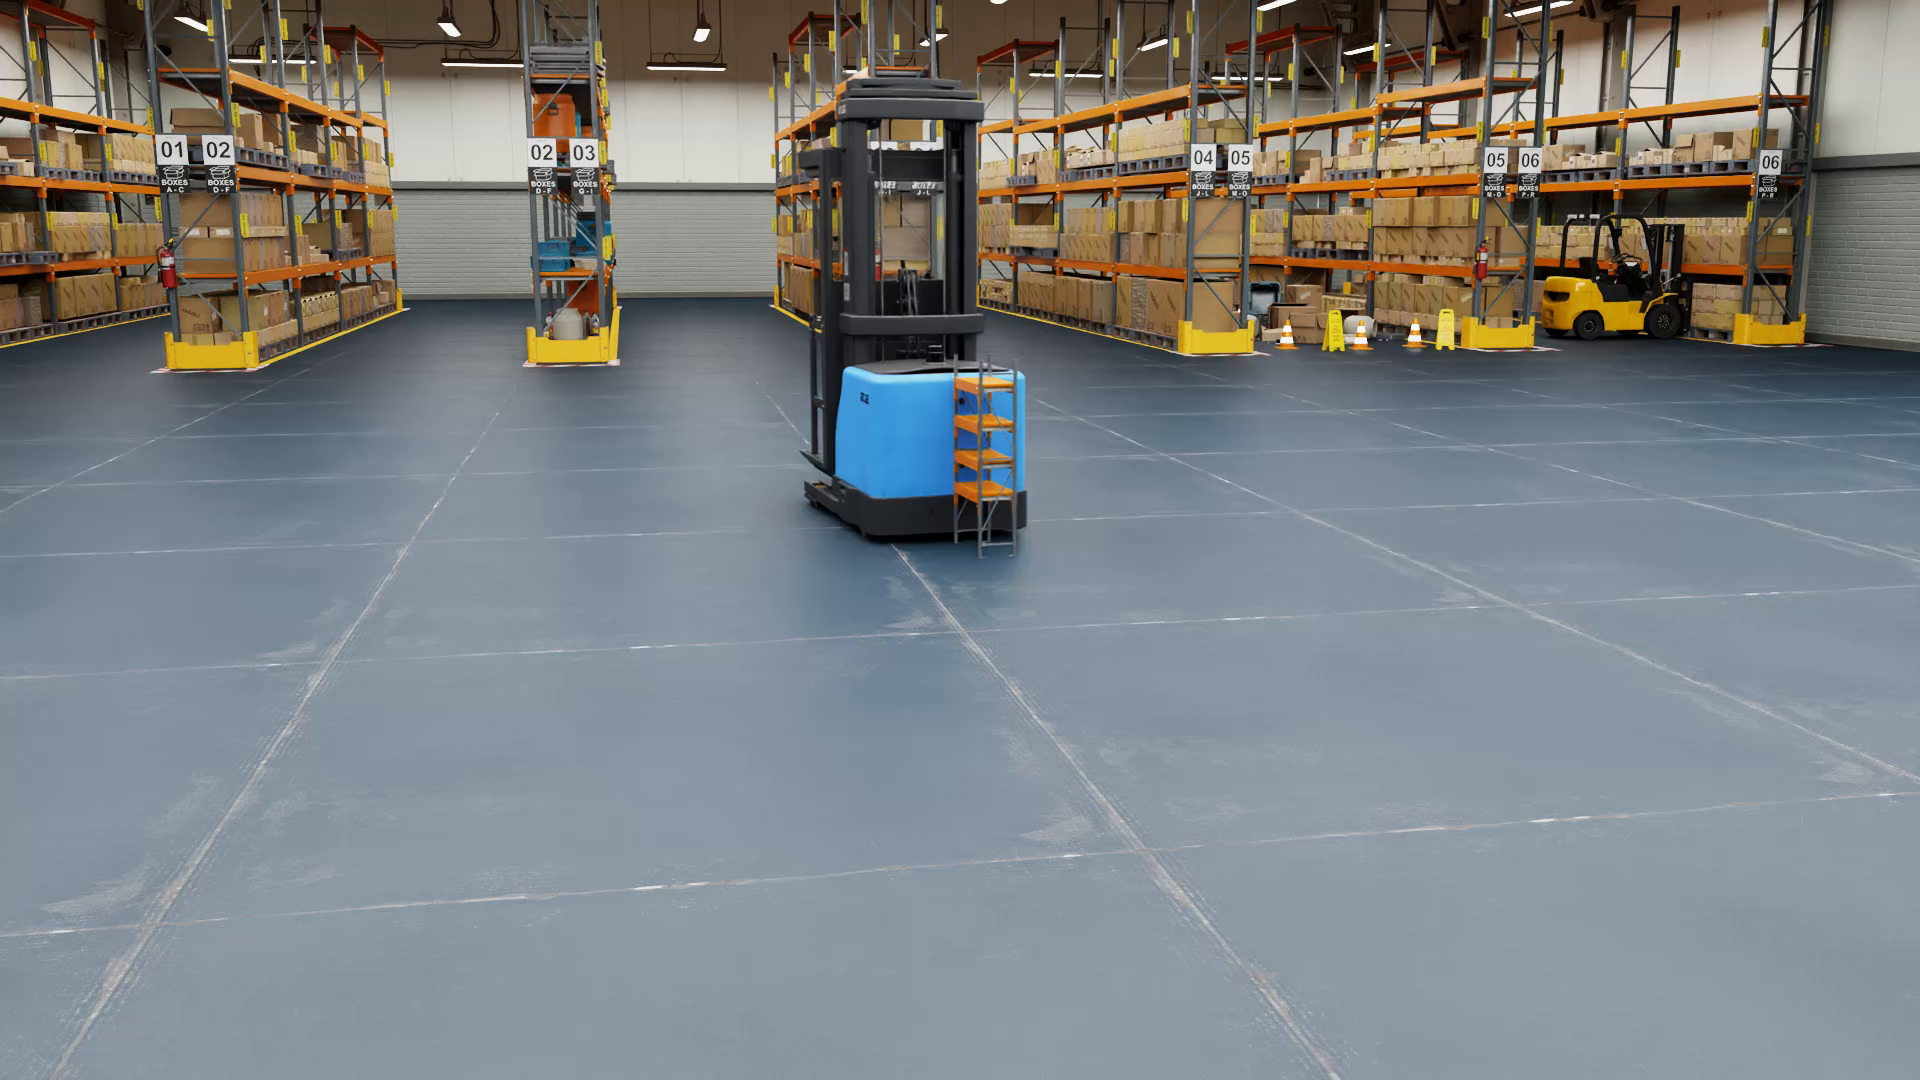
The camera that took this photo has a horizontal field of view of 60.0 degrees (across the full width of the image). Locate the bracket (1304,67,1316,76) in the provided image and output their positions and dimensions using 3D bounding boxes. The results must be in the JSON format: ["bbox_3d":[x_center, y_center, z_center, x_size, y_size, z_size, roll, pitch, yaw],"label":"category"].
[{"bbox_3d":[10.095,-13.498,47.921,0.235,0.232,0.430,-2,11,-11],"label":"bracket"}]

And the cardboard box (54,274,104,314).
[{"bbox_3d":[-17.332,-4.815,32.597,0.750,0.750,0.750,-2,11,-9],"label":"cardboard box"}]

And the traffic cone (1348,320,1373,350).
[{"bbox_3d":[6.498,-3.325,26.928,0.336,0.463,0.334,-2,11,-11],"label":"traffic cone"}]

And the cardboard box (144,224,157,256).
[{"bbox_3d":[-18.278,-6.597,36.531,0.980,0.700,0.700,-2,11,-11],"label":"cardboard box"}]

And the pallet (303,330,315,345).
[{"bbox_3d":[-11.529,-3.419,28.097,1.003,0.211,1.213,-2,11,-11],"label":"pallet"}]

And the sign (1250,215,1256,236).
[{"bbox_3d":[4.579,-4.927,26.031,0.100,0.325,0.005,-2,11,-11],"label":"sign"}]

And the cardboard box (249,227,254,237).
[{"bbox_3d":[-10.582,-4.510,24.367,0.380,0.149,0.250,-2,11,-12],"label":"cardboard box"}]

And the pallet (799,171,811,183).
[{"bbox_3d":[-2.585,-7.246,33.225,1.213,0.211,1.003,-2,11,-8],"label":"pallet"}]

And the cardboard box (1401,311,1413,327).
[{"bbox_3d":[8.162,-3.918,29.491,0.500,0.250,0.500,-2,11,-12],"label":"cardboard box"}]

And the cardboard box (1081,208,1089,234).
[{"bbox_3d":[2.757,-6.181,32.210,0.700,0.500,0.500,-2,11,-12],"label":"cardboard box"}]

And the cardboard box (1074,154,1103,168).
[{"bbox_3d":[2.500,-7.333,32.191,0.500,0.250,0.500,-2,11,-9],"label":"cardboard box"}]

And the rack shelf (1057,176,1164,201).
[{"bbox_3d":[2.867,-6.664,31.588,1.077,0.370,4.000,-2,11,-11],"label":"rack shelf"}]

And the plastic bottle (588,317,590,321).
[{"bbox_3d":[-6.075,-3.506,27.184,0.061,0.283,0.133,-2,11,-11],"label":"plastic bottle"}]

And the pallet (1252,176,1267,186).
[{"bbox_3d":[6.916,-7.811,36.196,1.003,0.211,1.213,-2,11,-8],"label":"pallet"}]

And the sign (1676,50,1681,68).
[{"bbox_3d":[13.509,-9.056,31.288,0.100,0.325,0.005,-2,11,-11],"label":"sign"}]

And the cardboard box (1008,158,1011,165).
[{"bbox_3d":[1.309,-8.581,37.734,0.380,0.149,0.250,-2,11,-10],"label":"cardboard box"}]

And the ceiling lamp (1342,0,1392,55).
[{"bbox_3d":[9.411,-12.605,37.243,0.800,3.185,2.000,-2,11,-11],"label":"ceiling lamp"}]

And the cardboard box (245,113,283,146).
[{"bbox_3d":[-11.429,-6.745,27.360,0.500,0.500,0.500,-2,11,-10],"label":"cardboard box"}]

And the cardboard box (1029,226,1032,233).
[{"bbox_3d":[1.683,-6.596,35.288,0.380,0.149,0.250,-2,11,-8],"label":"cardboard box"}]

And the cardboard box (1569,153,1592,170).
[{"bbox_3d":[12.430,-7.507,32.938,0.500,0.311,0.500,-3,11,-13],"label":"cardboard box"}]

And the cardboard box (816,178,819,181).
[{"bbox_3d":[-2.466,-6.959,31.615,0.500,0.250,0.500,-2,11,-10],"label":"cardboard box"}]

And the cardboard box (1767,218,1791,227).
[{"bbox_3d":[13.882,-5.406,28.281,0.380,0.149,0.250,-2,11,-12],"label":"cardboard box"}]

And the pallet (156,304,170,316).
[{"bbox_3d":[-18.307,-5.162,37.253,1.003,0.211,1.213,-2,11,-11],"label":"pallet"}]

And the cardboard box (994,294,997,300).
[{"bbox_3d":[1.023,-5.793,39.610,0.380,0.149,0.250,-2,11,-11],"label":"cardboard box"}]

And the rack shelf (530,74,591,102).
[{"bbox_3d":[-6.099,-6.961,25.675,0.919,0.124,3.809,-2,11,-11],"label":"rack shelf"}]

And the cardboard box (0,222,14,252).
[{"bbox_3d":[-16.618,-5.160,28.341,0.700,0.500,0.500,-2,11,-11],"label":"cardboard box"}]

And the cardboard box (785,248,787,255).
[{"bbox_3d":[-3.816,-6.639,38.225,0.380,0.149,0.250,-2,11,-12],"label":"cardboard box"}]

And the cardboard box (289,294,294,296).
[{"bbox_3d":[-12.104,-4.224,29.597,0.500,0.311,0.500,-2,11,-13],"label":"cardboard box"}]

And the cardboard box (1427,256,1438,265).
[{"bbox_3d":[8.269,-4.811,28.624,0.380,0.149,0.250,-2,11,-12],"label":"cardboard box"}]

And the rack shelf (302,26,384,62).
[{"bbox_3d":[-13.292,-10.716,35.966,1.077,0.370,4.000,-2,11,-11],"label":"rack shelf"}]

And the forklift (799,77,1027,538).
[{"bbox_3d":[-0.498,-1.687,11.724,1.130,2.935,3.031,-3,11,-17],"label":"forklift"}]

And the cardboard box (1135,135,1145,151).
[{"bbox_3d":[3.274,-6.694,28.034,0.500,0.250,0.500,-2,11,-12],"label":"cardboard box"}]

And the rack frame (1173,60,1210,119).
[{"bbox_3d":[5.757,-10.523,41.919,1.000,3.000,0.127,-2,11,-11],"label":"rack frame"}]

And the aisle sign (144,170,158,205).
[{"bbox_3d":[-18.259,-7.977,37.631,0.394,0.787,0.004,-2,11,-11],"label":"aisle sign"}]

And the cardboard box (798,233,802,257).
[{"bbox_3d":[-3.146,-6.254,35.265,0.500,0.500,0.500,-2,11,-12],"label":"cardboard box"}]

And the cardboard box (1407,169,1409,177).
[{"bbox_3d":[8.115,-6.471,29.323,0.380,0.149,0.250,-2,11,-13],"label":"cardboard box"}]

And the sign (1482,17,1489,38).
[{"bbox_3d":[8.321,-8.109,26.313,0.100,0.325,0.005,-2,11,-11],"label":"sign"}]

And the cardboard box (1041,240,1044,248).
[{"bbox_3d":[1.884,-6.113,34.339,0.380,0.149,0.250,-2,11,-11],"label":"cardboard box"}]

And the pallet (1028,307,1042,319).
[{"bbox_3d":[2.093,-4.907,35.915,1.003,0.211,1.213,-2,11,-11],"label":"pallet"}]

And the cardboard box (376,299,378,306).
[{"bbox_3d":[-12.951,-5.190,36.344,0.380,0.166,0.250,-2,11,-11],"label":"cardboard box"}]

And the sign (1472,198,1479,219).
[{"bbox_3d":[8.321,-5.349,26.838,0.100,0.325,0.005,-2,11,-11],"label":"sign"}]

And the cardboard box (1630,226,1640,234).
[{"bbox_3d":[12.815,-5.809,31.192,0.380,0.149,0.250,-2,11,-10],"label":"cardboard box"}]

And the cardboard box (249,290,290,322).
[{"bbox_3d":[-10.957,-3.710,26.393,0.500,0.500,0.500,-2,11,-11],"label":"cardboard box"}]

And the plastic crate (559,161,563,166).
[{"bbox_3d":[-6.448,-5.905,26.244,0.336,0.188,0.450,-2,11,-11],"label":"plastic crate"}]

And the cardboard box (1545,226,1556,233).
[{"bbox_3d":[12.216,-6.353,34.048,0.380,0.149,0.250,-2,11,-10],"label":"cardboard box"}]

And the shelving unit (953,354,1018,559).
[{"bbox_3d":[0.154,-0.527,10.254,0.258,1.200,0.503,-3,11,-17],"label":"shelving unit"}]

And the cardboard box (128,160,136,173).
[{"bbox_3d":[-17.829,-7.921,35.281,0.500,0.250,0.500,-2,11,-13],"label":"cardboard box"}]

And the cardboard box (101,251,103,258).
[{"bbox_3d":[-17.340,-5.682,33.146,0.380,0.149,0.250,-2,11,-9],"label":"cardboard box"}]

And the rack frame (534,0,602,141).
[{"bbox_3d":[-6.488,-7.782,27.516,1.000,3.000,0.127,-2,11,-11],"label":"rack frame"}]

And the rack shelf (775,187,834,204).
[{"bbox_3d":[-3.574,-7.969,38.446,1.077,0.370,4.000,-2,11,-11],"label":"rack shelf"}]

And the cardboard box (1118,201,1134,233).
[{"bbox_3d":[3.294,-5.712,29.396,0.875,0.550,0.550,-2,11,-11],"label":"cardboard box"}]

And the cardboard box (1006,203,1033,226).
[{"bbox_3d":[1.343,-7.407,37.853,0.500,0.500,0.500,-3,11,-13],"label":"cardboard box"}]

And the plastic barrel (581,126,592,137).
[{"bbox_3d":[-7.373,-7.564,32.119,0.600,0.830,0.708,-2,11,-11],"label":"plastic barrel"}]

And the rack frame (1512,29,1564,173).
[{"bbox_3d":[12.182,-9.237,35.162,1.000,3.000,0.127,-2,11,-11],"label":"rack frame"}]

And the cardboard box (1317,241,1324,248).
[{"bbox_3d":[7.381,-5.928,33.369,0.380,0.149,0.250,-1,11,-8],"label":"cardboard box"}]

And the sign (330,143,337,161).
[{"bbox_3d":[-11.579,-7.174,30.751,0.100,0.325,0.005,-2,11,-11],"label":"sign"}]
